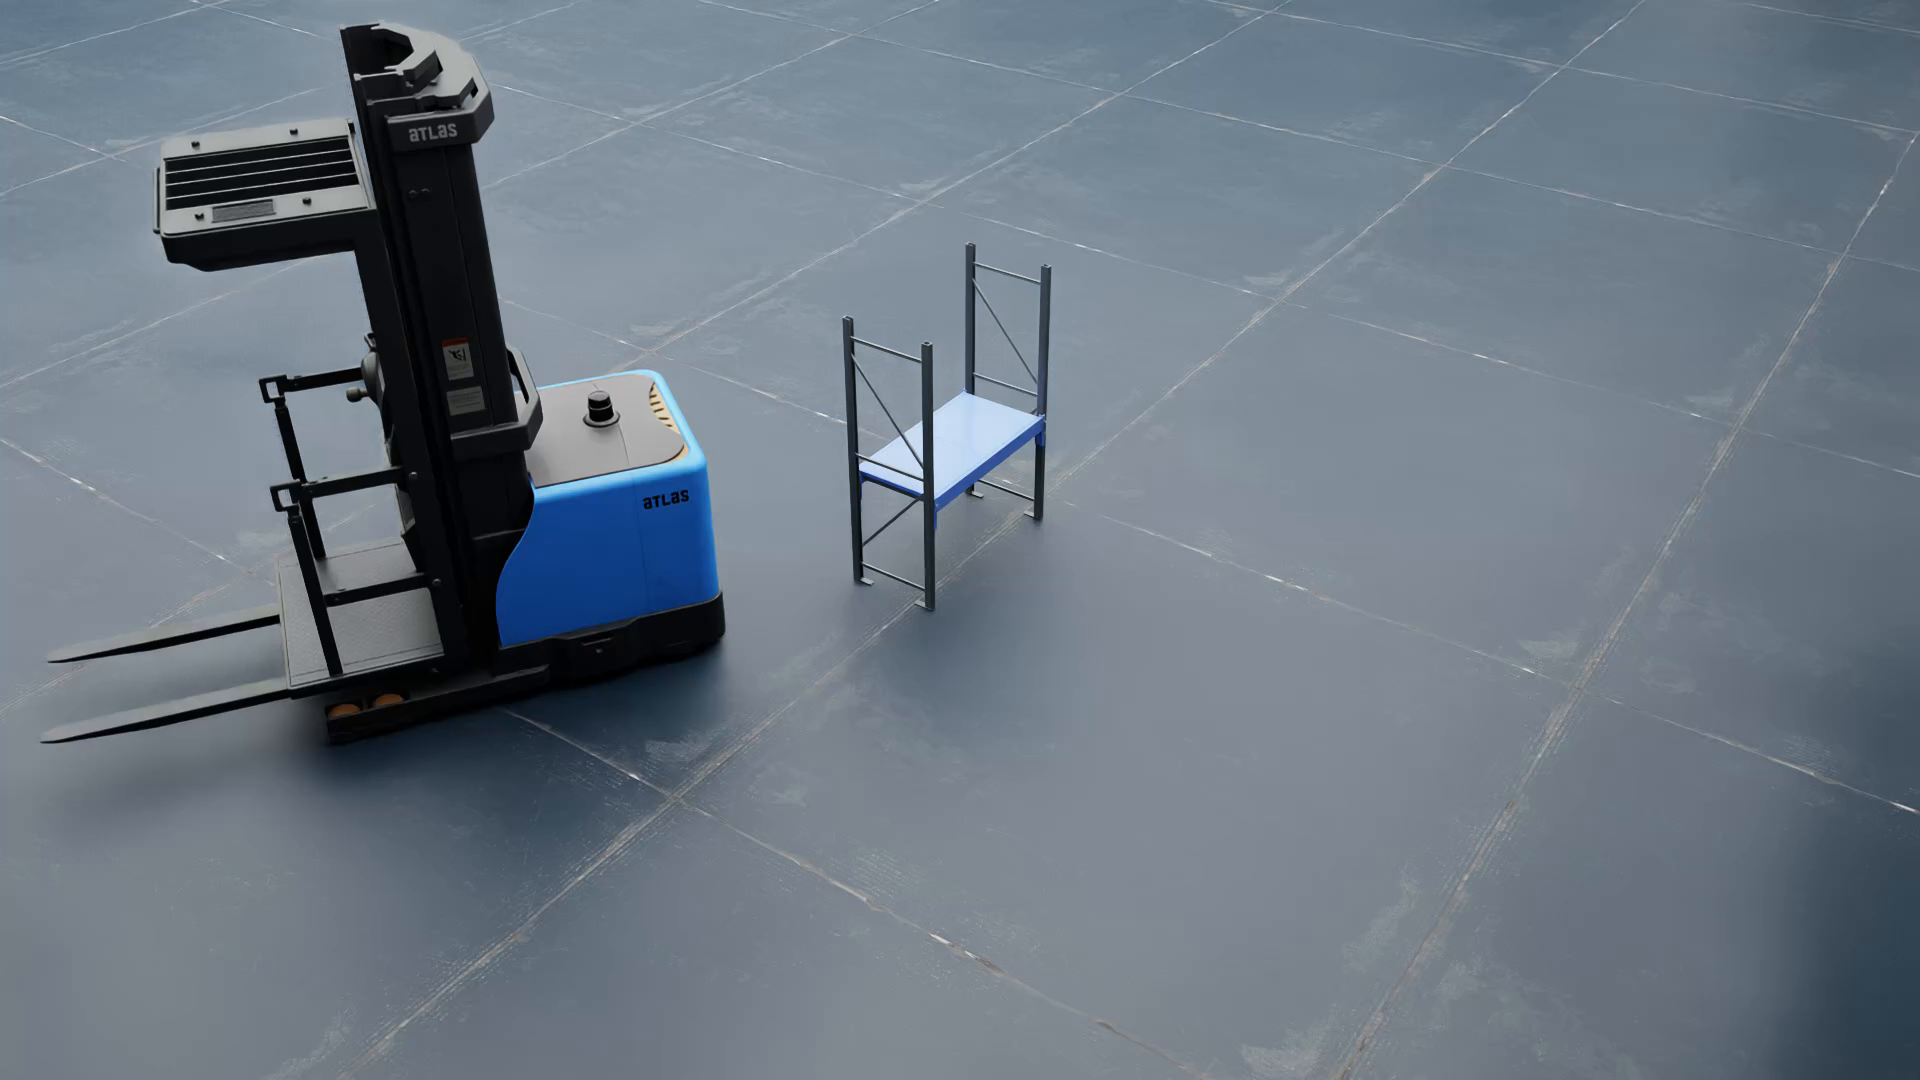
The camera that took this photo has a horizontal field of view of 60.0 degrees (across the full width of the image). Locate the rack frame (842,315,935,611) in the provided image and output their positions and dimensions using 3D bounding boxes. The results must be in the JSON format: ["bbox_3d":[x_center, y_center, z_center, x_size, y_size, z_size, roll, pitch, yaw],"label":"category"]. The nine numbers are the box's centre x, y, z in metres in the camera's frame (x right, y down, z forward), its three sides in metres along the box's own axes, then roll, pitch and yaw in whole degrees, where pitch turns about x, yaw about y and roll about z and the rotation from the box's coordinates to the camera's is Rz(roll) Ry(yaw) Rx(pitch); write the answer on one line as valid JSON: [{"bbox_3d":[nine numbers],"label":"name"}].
[{"bbox_3d":[-0.338,-0.348,8.101,0.500,1.500,0.032,21,39,28],"label":"rack frame"}]

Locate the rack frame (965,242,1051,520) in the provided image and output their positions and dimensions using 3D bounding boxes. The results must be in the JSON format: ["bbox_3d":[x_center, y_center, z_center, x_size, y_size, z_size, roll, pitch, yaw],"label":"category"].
[{"bbox_3d":[0.241,-0.816,8.793,0.500,1.500,0.032,21,39,28],"label":"rack frame"}]

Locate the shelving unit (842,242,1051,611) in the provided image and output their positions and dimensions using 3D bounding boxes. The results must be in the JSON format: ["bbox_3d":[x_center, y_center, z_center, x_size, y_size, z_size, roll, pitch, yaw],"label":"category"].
[{"bbox_3d":[-0.049,-0.582,8.447,0.538,1.500,1.048,21,39,28],"label":"shelving unit"}]

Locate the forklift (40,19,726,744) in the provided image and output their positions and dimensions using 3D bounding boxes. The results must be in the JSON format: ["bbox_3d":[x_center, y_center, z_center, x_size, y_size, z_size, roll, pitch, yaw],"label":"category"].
[{"bbox_3d":[-2.716,-0.637,7.251,3.031,2.935,1.130,-13,36,-18],"label":"forklift"}]

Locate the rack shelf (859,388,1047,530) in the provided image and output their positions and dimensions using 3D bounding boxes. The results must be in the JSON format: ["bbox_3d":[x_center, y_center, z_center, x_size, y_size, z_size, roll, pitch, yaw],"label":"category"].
[{"bbox_3d":[-0.049,-0.433,8.548,0.538,0.185,1.000,21,39,28],"label":"rack shelf"}]
